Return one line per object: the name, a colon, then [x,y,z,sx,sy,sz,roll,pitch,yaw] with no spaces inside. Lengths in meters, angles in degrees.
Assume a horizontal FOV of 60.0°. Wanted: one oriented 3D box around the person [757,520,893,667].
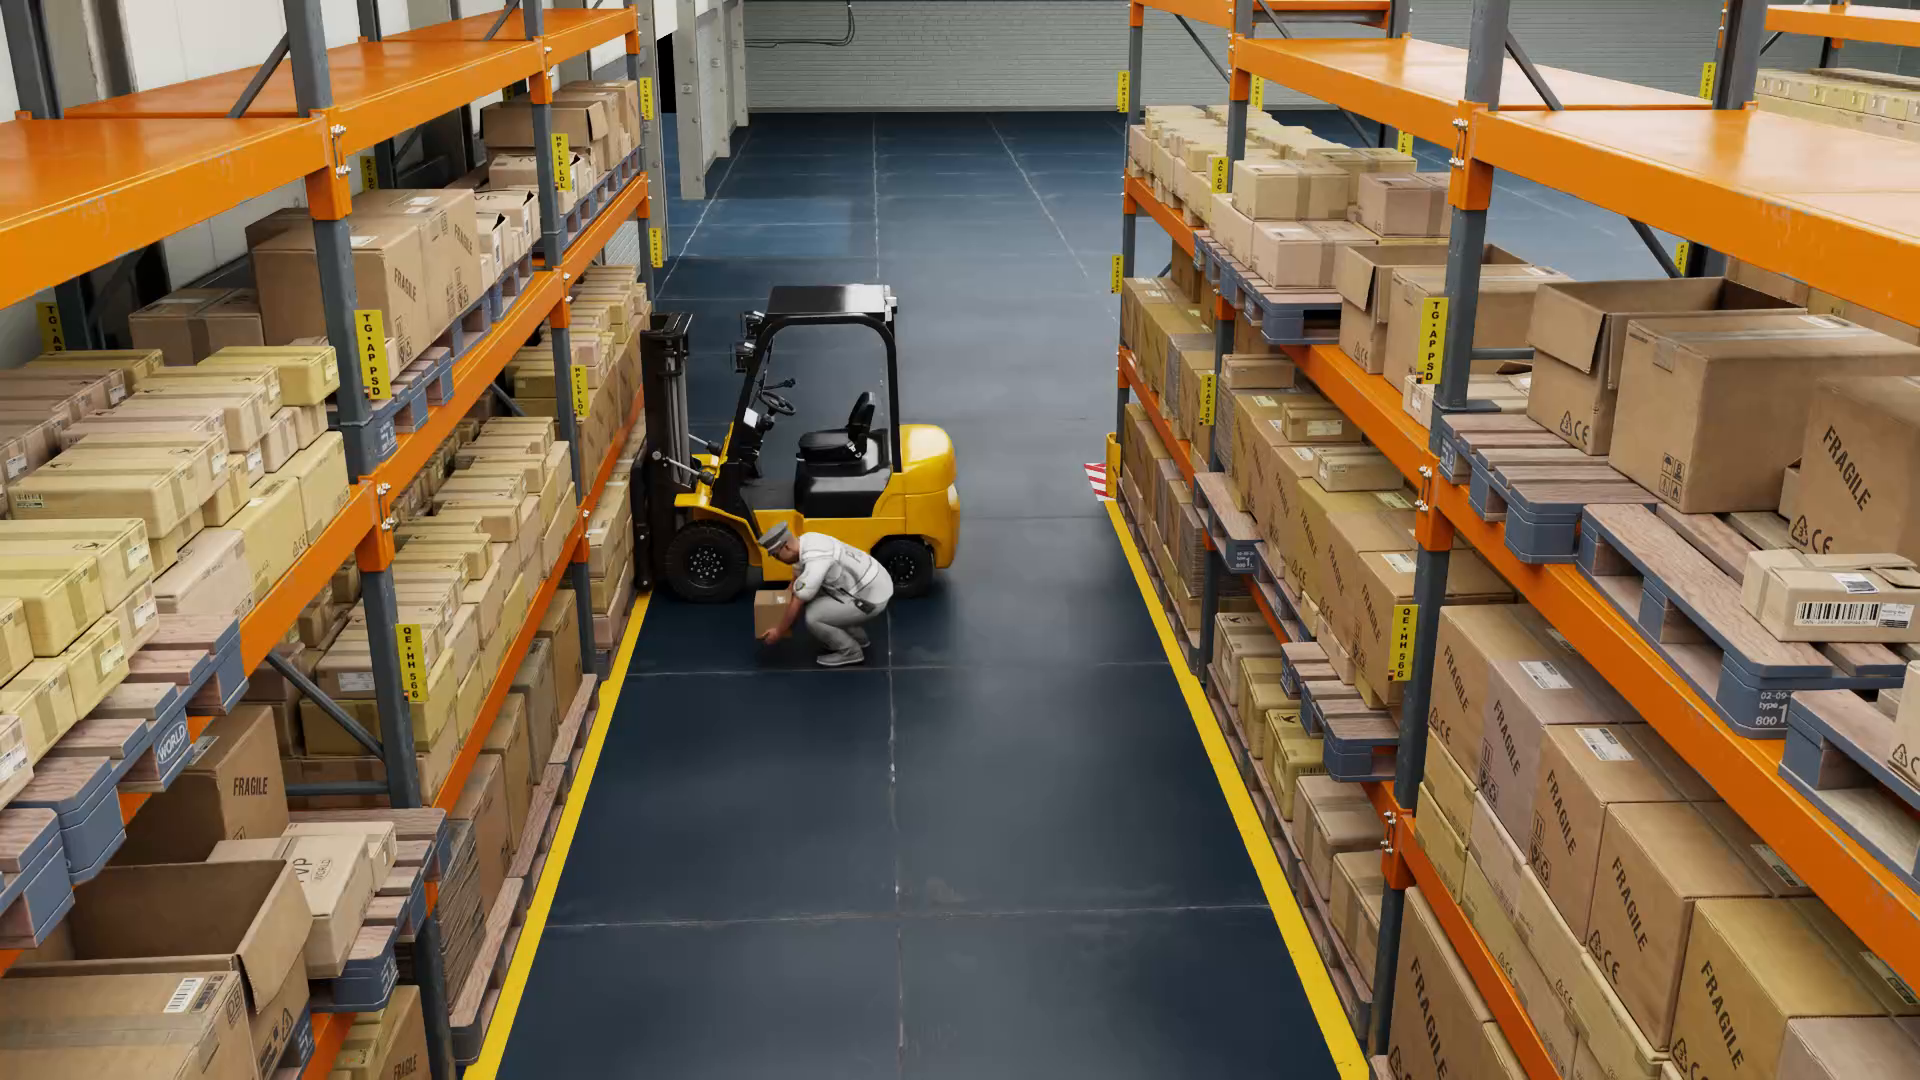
person: [-0.903,0.337,11.239,0.904,1.010,0.568,-1,20,-3]
